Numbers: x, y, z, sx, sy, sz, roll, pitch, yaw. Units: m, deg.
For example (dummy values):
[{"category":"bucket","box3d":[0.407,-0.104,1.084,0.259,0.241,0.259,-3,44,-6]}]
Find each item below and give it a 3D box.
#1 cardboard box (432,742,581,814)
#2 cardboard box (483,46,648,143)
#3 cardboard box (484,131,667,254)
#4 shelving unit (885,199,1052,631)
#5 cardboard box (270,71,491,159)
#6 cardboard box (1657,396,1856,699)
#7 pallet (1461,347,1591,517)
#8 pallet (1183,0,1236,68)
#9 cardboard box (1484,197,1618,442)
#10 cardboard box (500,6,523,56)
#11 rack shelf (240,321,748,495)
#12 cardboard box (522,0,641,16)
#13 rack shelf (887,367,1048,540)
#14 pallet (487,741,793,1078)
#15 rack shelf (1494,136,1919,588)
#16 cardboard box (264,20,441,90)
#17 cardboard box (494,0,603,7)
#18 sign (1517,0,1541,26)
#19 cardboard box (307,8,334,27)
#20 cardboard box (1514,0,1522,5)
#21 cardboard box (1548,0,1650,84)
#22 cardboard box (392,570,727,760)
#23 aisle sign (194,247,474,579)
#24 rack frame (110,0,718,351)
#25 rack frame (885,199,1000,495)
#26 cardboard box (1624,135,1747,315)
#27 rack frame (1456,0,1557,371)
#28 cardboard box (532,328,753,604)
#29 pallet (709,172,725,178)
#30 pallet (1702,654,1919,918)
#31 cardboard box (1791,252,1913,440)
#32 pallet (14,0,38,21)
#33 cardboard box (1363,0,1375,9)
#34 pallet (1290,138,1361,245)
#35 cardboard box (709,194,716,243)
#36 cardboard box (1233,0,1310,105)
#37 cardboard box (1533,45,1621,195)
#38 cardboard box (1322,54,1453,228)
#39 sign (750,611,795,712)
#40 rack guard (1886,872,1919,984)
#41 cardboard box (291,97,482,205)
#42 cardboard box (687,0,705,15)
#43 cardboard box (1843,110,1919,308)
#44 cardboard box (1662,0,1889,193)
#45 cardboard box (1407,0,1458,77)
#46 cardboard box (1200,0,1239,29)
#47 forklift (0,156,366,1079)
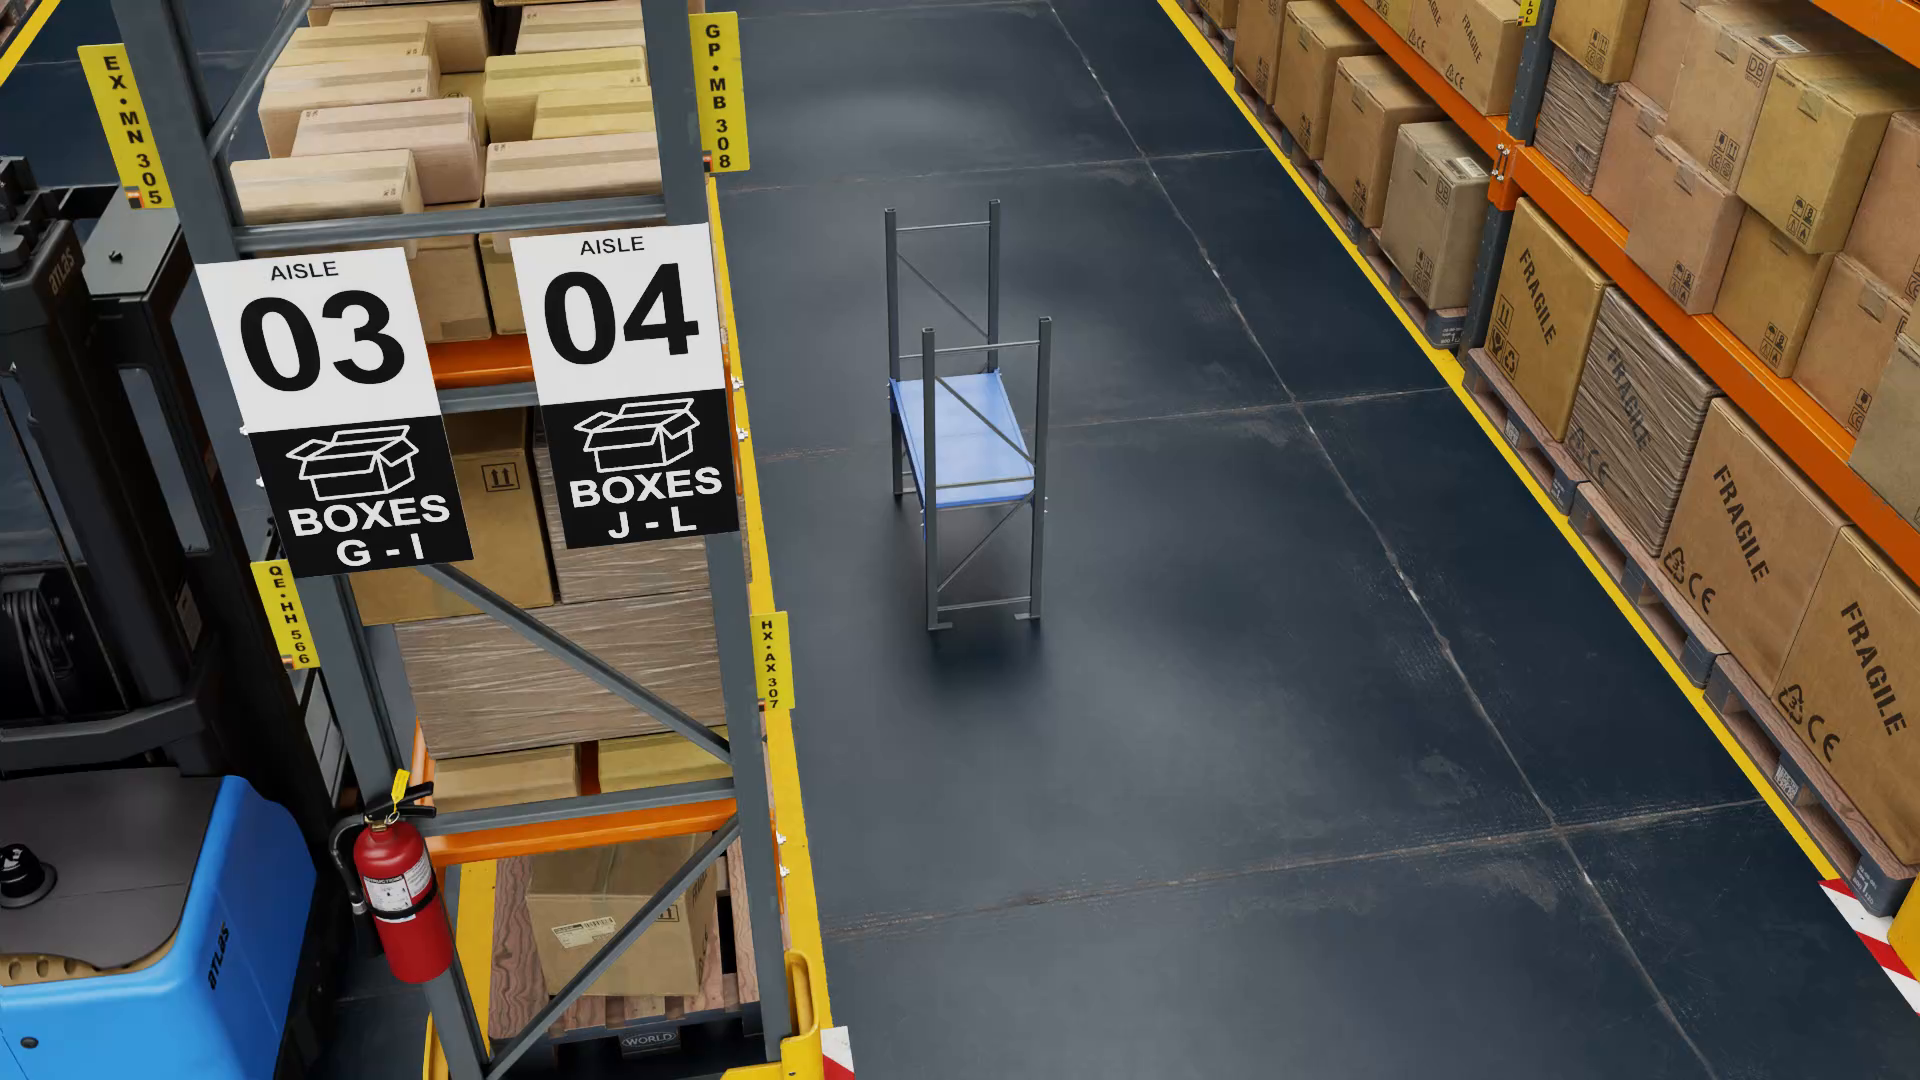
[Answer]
[{"category":"cardboard box","box3d":[-1.264,0.660,4.660,0.380,0.149,0.250,-6,38,-8]},{"category":"cardboard box","box3d":[-0.947,-1.070,4.034,0.380,0.149,0.250,-7,38,-9]},{"category":"cardboard box","box3d":[-0.831,-0.763,3.640,0.380,0.149,0.250,-6,38,-8]},{"category":"shelving unit","box3d":[0.015,-0.541,7.224,0.538,1.500,1.048,-6,38,-8]},{"category":"cardboard box","box3d":[-1.436,-0.980,4.243,0.500,0.250,0.500,-6,38,-8]},{"category":"cardboard box","box3d":[3.550,-0.022,6.723,0.875,0.875,0.875,-7,38,-9]},{"category":"pallet","box3d":[3.245,-0.609,8.362,1.003,0.211,1.213,-6,38,-8]},{"category":"pallet","box3d":[2.352,-3.965,12.681,1.003,0.211,1.213,-6,38,-8]},{"category":"cardboard box","box3d":[3.230,-1.117,8.132,0.875,0.875,0.875,-6,38,-7]},{"category":"cardboard box","box3d":[-1.020,-1.344,4.712,0.500,0.250,0.500,-6,38,-8]},{"category":"rack shelf","box3d":[-1.361,-1.398,5.246,1.077,0.370,4.000,-6,38,-8]},{"category":"cardboard box","box3d":[-0.963,-1.389,4.445,0.380,0.149,0.250,-6,38,-8]},{"category":"rack shelf","box3d":[0.015,-0.399,7.334,0.538,0.185,1.000,-6,38,-8]},{"category":"pallet","box3d":[-1.132,1.272,5.941,1.003,0.211,1.213,-6,38,-8]},{"category":"rack shelf","box3d":[3.539,-0.686,6.774,1.077,0.370,4.000,-6,38,-8]},{"category":"cardboard box","box3d":[-1.520,-1.178,4.174,0.380,0.149,0.250,-6,38,-8]},{"category":"cardboard box","box3d":[-1.005,-1.754,4.386,0.500,0.500,0.500,-6,38,-8]},{"category":"sign","box3d":[2.656,-2.539,7.695,0.100,0.325,0.005,-6,38,-8]},{"category":"cardboard box","box3d":[-1.588,-1.493,4.579,0.380,0.149,0.250,-8,39,-10]},{"category":"cardboard box","box3d":[3.096,-2.911,8.156,0.700,0.500,0.500,-7,38,-9]},{"category":"cardboard box","box3d":[3.220,-2.437,7.439,0.875,0.550,0.550,-6,38,-8]},{"category":"cardboard box","box3d":[-1.080,0.219,4.700,0.875,0.500,0.500,-6,38,-8]},{"category":"aisle sign","box3d":[-1.295,-0.246,3.503,0.394,0.787,0.004,-6,38,-8]},{"category":"rack frame","box3d":[-1.011,-1.658,2.550,1.000,3.000,0.127,-6,38,-8]},{"category":"rack frame","box3d":[-0.074,-0.848,7.619,0.500,1.500,0.032,-6,38,-8]},{"category":"cardboard box","box3d":[3.363,-1.347,6.916,0.875,0.550,0.550,-6,38,-8]},{"category":"rack frame","box3d":[3.189,-2.178,8.108,1.000,3.000,0.127,-6,38,-8]},{"category":"cardboard box","box3d":[-0.839,-0.203,4.427,0.500,0.500,0.500,-6,38,-8]},{"category":"pallet","box3d":[-1.703,-2.107,8.173,1.003,0.211,1.213,-6,38,-8]},{"category":"pallet","box3d":[3.673,0.865,6.465,1.003,0.211,1.213,-6,38,-8]},{"category":"cardboard box","box3d":[3.688,-0.722,6.112,0.875,0.550,0.550,-6,38,-8]},{"category":"pallet","box3d":[-7.897,-4.433,13.284,1.003,0.211,1.213,-6,38,-8]},{"category":"cardboard box","box3d":[2.565,-3.420,9.626,0.500,0.500,0.500,-7,38,-8]},{"category":"pallet","box3d":[2.762,-2.273,10.504,1.003,0.211,1.213,-6,38,-8]},{"category":"cardboard box","box3d":[-1.009,-0.807,5.205,0.500,0.500,0.500,-6,38,-8]},{"category":"cardboard box","box3d":[2.506,-3.494,11.293,1.050,0.750,0.750,-7,38,-9]},{"category":"cardboard box","box3d":[3.265,-2.015,7.777,0.875,0.550,0.550,-6,38,-8]},{"category":"cardboard box","box3d":[2.826,-2.403,9.890,1.050,0.750,0.750,-6,38,-8]},{"category":"sign","box3d":[-0.477,0.310,4.200,0.100,0.325,0.005,-6,38,-8]},{"category":"rack guard","box3d":[3.894,1.240,5.747,1.175,0.500,0.348,-6,38,-8]},{"category":"cardboard box","box3d":[-1.297,-0.876,3.785,0.380,0.149,0.250,-7,38,-9]},{"category":"cardboard box","box3d":[-1.714,-2.603,7.824,1.000,1.000,1.000,-6,38,-8]},{"category":"cardboard box","box3d":[3.711,-1.151,5.784,0.875,0.550,0.550,-6,38,-8]},{"category":"cardboard box","box3d":[3.390,-1.776,6.589,0.875,0.550,0.550,-6,38,-8]},{"category":"cardboard box","box3d":[2.746,-2.809,8.839,0.500,0.500,0.500,-7,38,-8]},{"category":"cardboard box","box3d":[2.115,-4.142,12.331,0.500,0.500,0.500,-6,38,-8]},{"category":"forklift","box3d":[-2.792,0.012,5.345,1.130,2.935,3.031,-5,38,-6]}]
